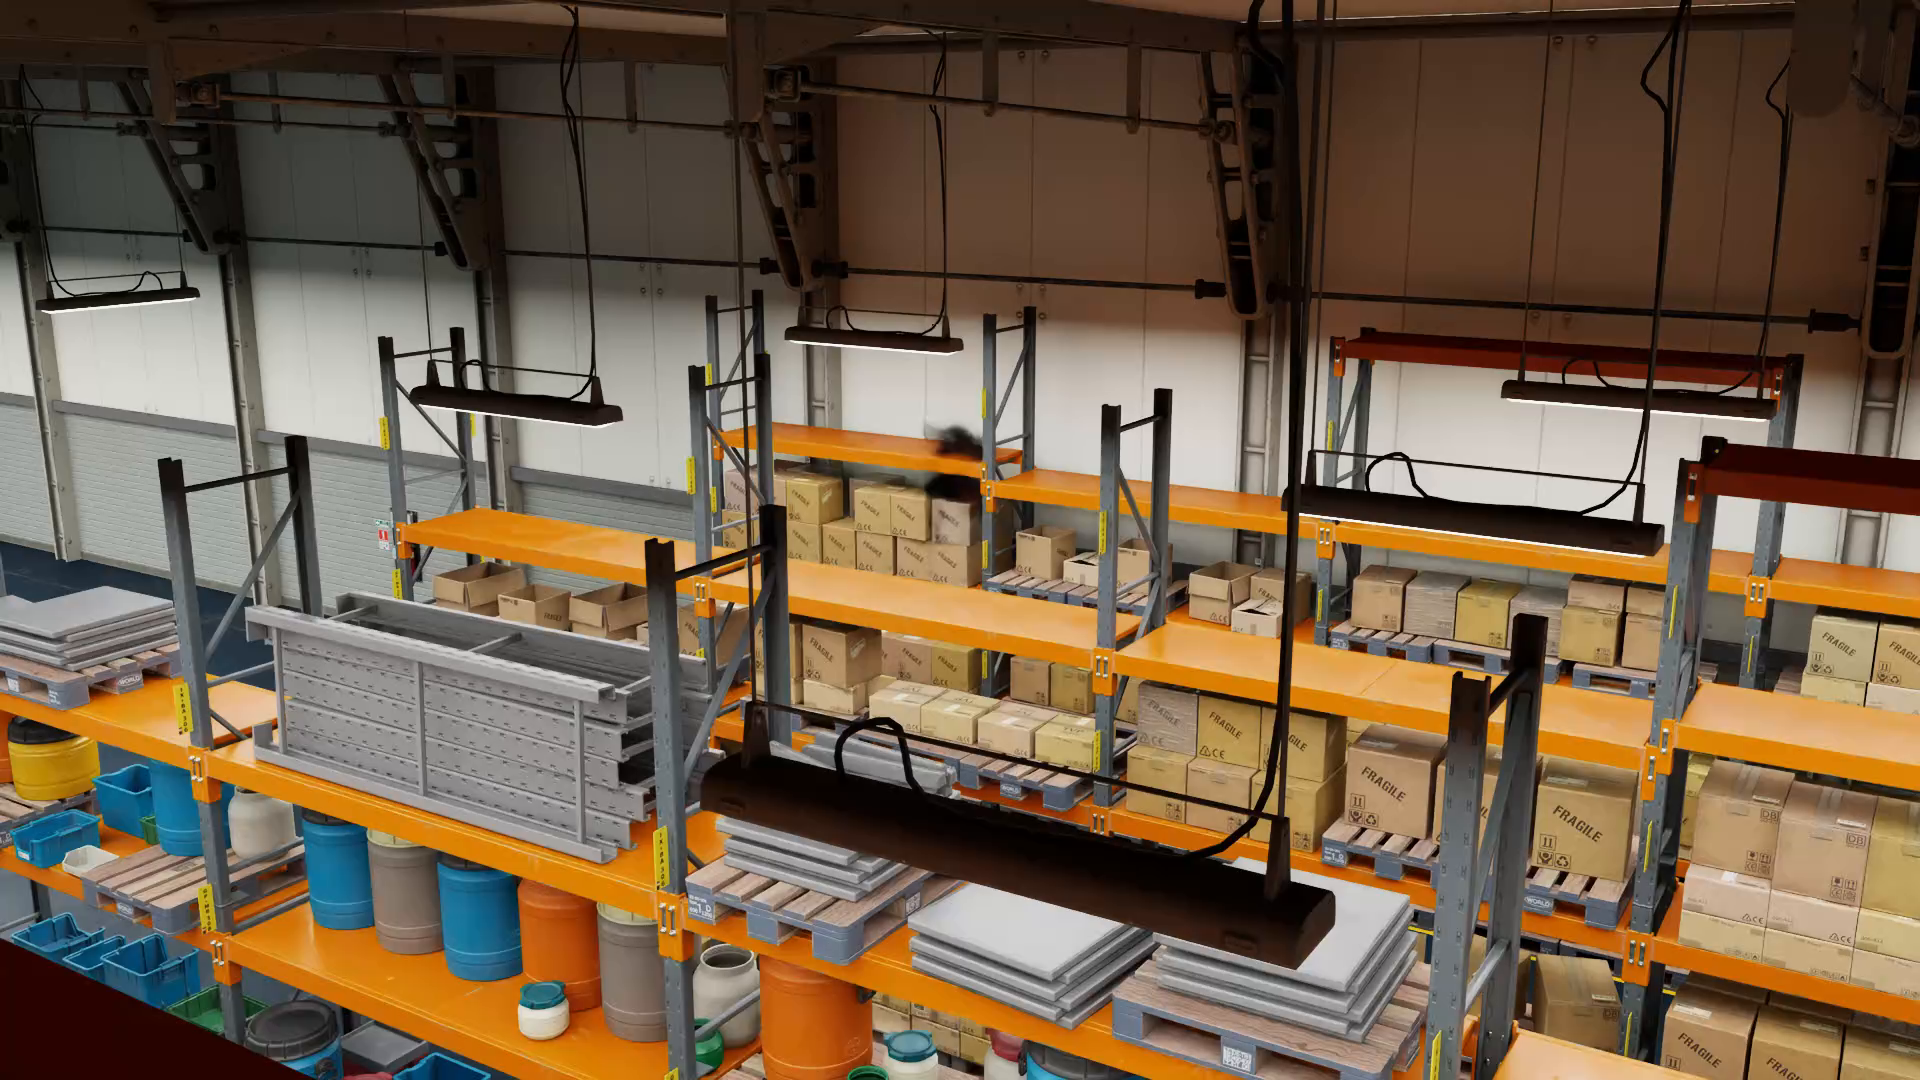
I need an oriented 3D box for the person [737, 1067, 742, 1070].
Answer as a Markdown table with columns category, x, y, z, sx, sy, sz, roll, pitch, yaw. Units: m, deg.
| category | x | y | z | sx | sy | sz | roll | pitch | yaw |
| --- | --- | --- | --- | --- | --- | --- | --- | --- | --- |
| person | -1.529 | 4.373 | 11.831 | 0.775 | 1.852 | 0.664 | 8 | 16 | 31 |
